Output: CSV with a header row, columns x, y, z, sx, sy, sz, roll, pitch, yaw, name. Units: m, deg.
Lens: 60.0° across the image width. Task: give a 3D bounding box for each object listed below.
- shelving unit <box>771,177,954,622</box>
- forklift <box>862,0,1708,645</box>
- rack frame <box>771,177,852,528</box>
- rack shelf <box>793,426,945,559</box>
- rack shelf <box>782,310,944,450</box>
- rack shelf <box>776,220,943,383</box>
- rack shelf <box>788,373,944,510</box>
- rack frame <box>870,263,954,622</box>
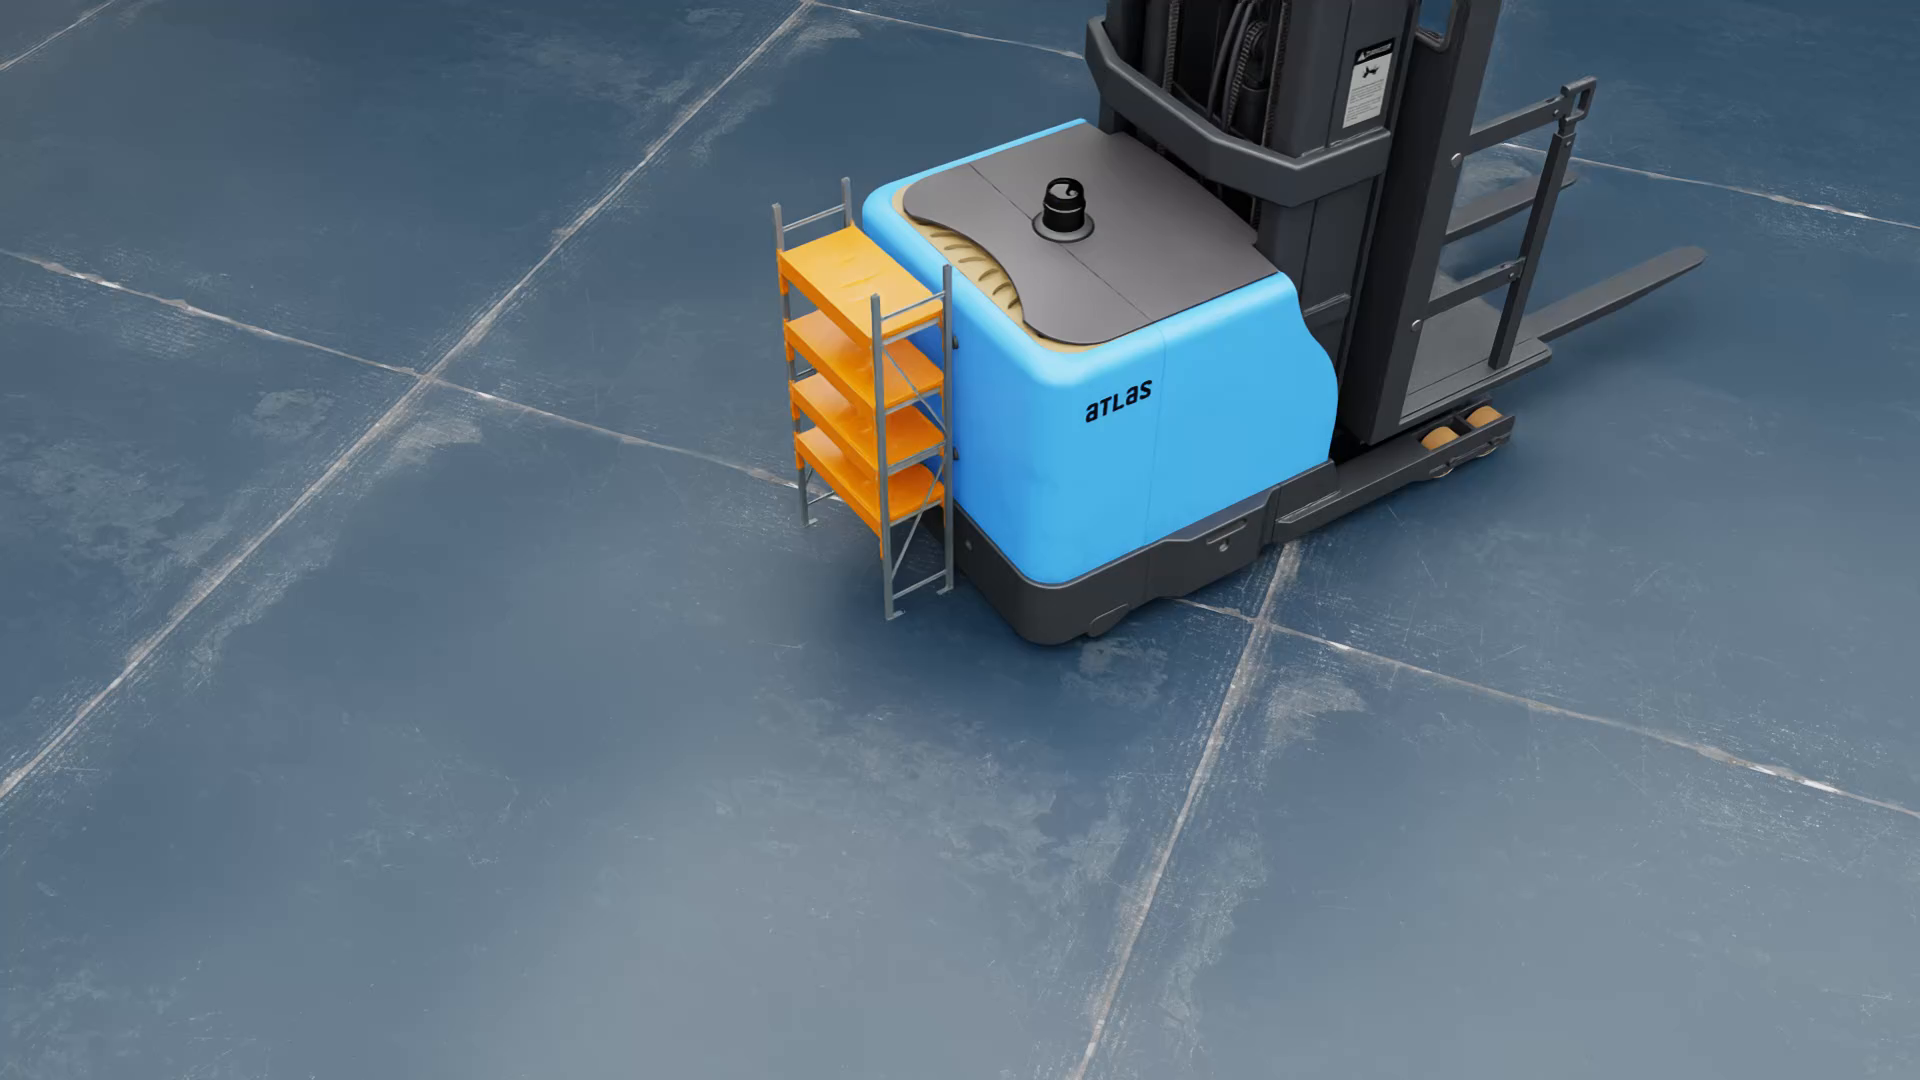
x,y,z,sx,sy,sz,roll,pitch,yaw,name
-0.262,-0.373,4.774,0.258,1.200,0.503,-26,51,-24,shelving unit
1.227,-1.536,4.716,3.031,2.935,1.130,-24,50,-22,forklift
-0.402,-0.514,4.916,0.240,1.200,0.015,-26,51,-24,rack frame
-0.262,-0.185,4.962,0.258,0.148,0.480,-26,51,-24,rack shelf
-0.262,-0.484,4.664,0.258,0.148,0.480,-26,51,-24,rack shelf
-0.262,-0.652,4.497,0.258,0.148,0.480,-26,51,-24,rack shelf
-0.262,-0.326,4.822,0.258,0.148,0.480,-26,51,-24,rack shelf
-0.122,-0.232,4.633,0.240,1.200,0.015,-26,51,-24,rack frame
